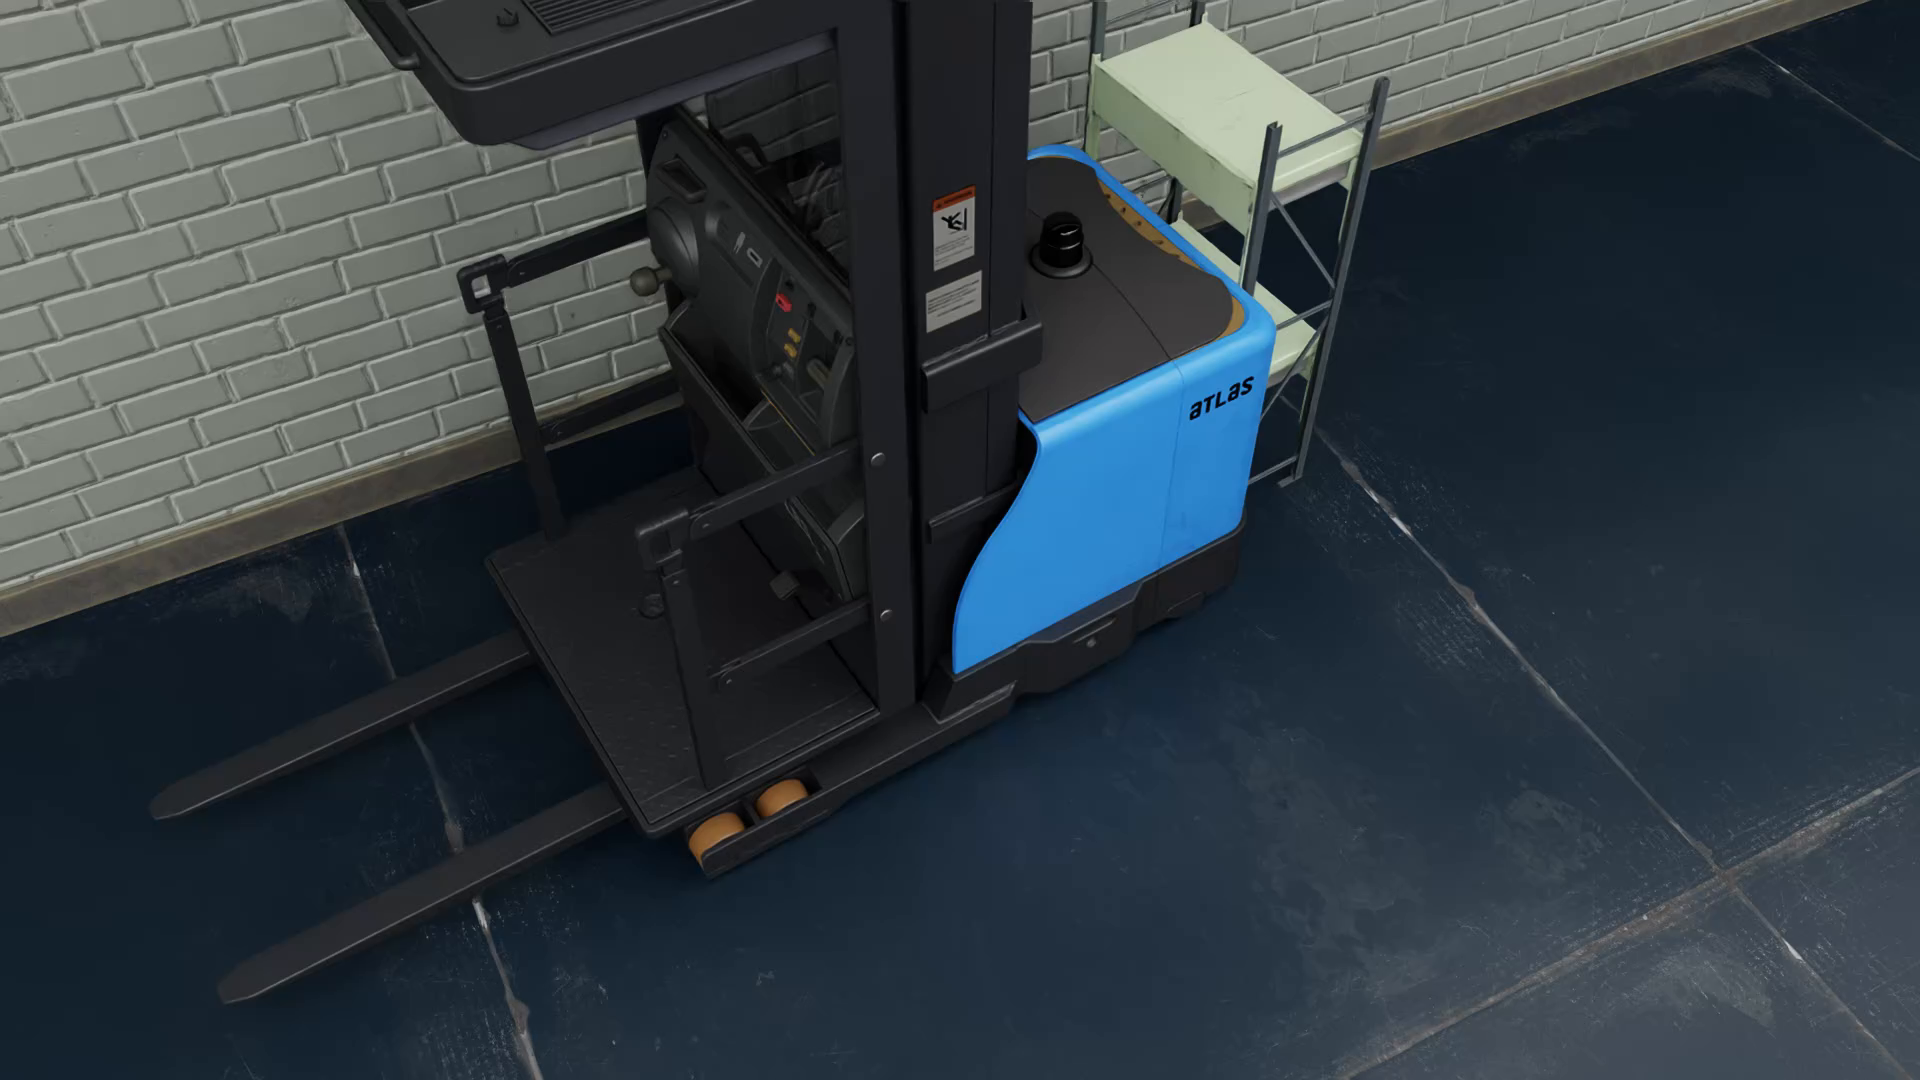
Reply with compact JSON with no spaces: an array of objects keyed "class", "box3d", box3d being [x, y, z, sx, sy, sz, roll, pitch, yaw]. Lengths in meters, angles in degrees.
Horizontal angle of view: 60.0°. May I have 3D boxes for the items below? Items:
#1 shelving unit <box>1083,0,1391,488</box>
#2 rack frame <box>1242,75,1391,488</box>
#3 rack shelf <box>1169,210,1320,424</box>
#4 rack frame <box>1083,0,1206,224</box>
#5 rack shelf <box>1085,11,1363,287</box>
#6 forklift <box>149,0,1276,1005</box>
[{"class":"shelving unit","box3d":[0.741,-0.852,4.998,0.431,1.500,0.755,-26,54,-21]},{"class":"rack frame","box3d":[0.942,-0.622,4.797,0.400,1.500,0.023,-26,54,-21]},{"class":"rack shelf","box3d":[0.741,-0.637,5.244,0.431,0.370,0.720,-26,54,-21]},{"class":"rack frame","box3d":[0.539,-1.082,5.200,0.400,1.500,0.023,-26,54,-21]},{"class":"rack shelf","box3d":[0.741,-1.109,4.705,0.431,0.370,0.720,-26,54,-21]},{"class":"forklift","box3d":[-0.670,-0.533,3.769,3.031,2.935,1.130,-26,54,-21]}]
